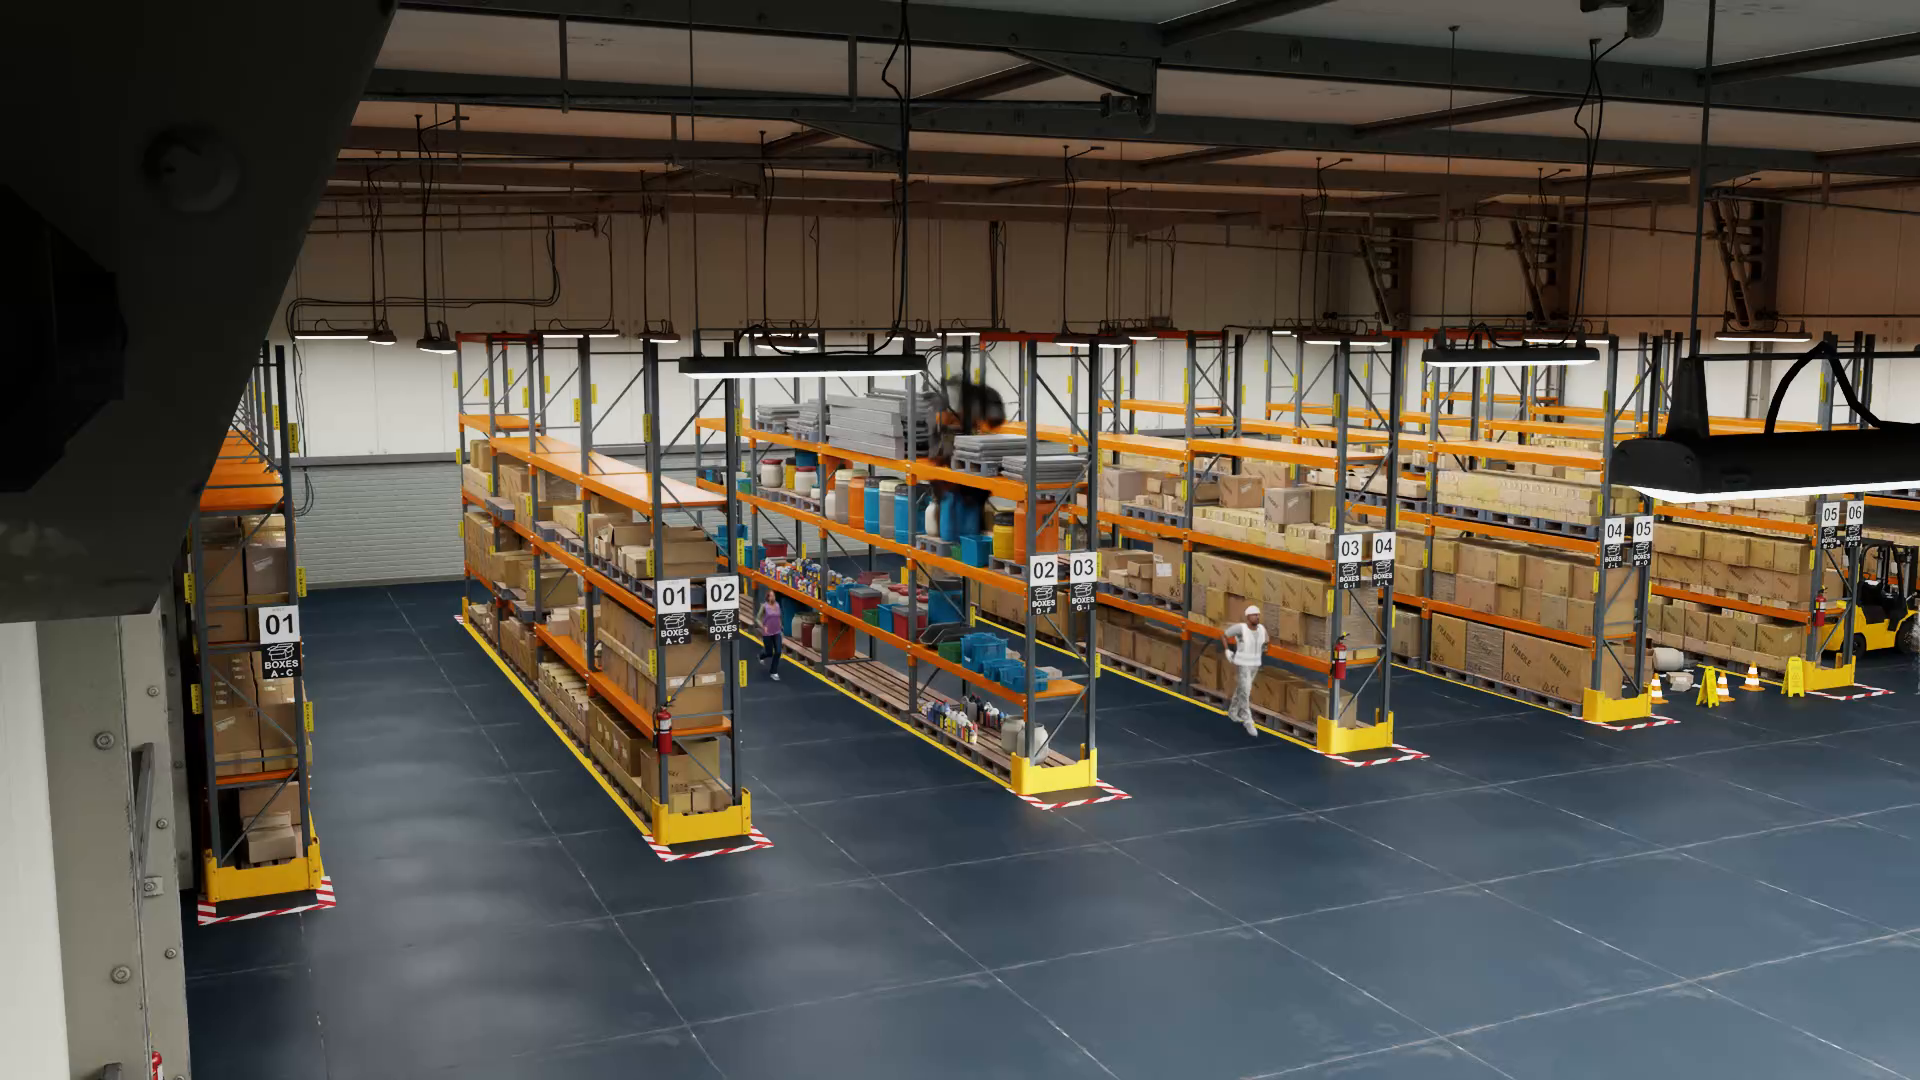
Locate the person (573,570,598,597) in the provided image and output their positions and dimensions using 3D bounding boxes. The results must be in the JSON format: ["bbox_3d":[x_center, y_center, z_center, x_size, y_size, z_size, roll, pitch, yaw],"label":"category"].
[{"bbox_3d":[-7.989,0.760,35.091,0.557,1.713,0.720,7,10,42],"label":"person"}]

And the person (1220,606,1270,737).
[{"bbox_3d":[4.245,1.882,24.420,0.668,1.856,0.756,-5,9,-33],"label":"person"}]

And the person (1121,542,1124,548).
[{"bbox_3d":[3.355,0.868,34.334,0.649,1.673,0.578,-4,9,-29],"label":"person"}]

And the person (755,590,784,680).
[{"bbox_3d":[-3.326,1.643,29.160,0.542,1.574,0.694,-5,9,-30],"label":"person"}]
